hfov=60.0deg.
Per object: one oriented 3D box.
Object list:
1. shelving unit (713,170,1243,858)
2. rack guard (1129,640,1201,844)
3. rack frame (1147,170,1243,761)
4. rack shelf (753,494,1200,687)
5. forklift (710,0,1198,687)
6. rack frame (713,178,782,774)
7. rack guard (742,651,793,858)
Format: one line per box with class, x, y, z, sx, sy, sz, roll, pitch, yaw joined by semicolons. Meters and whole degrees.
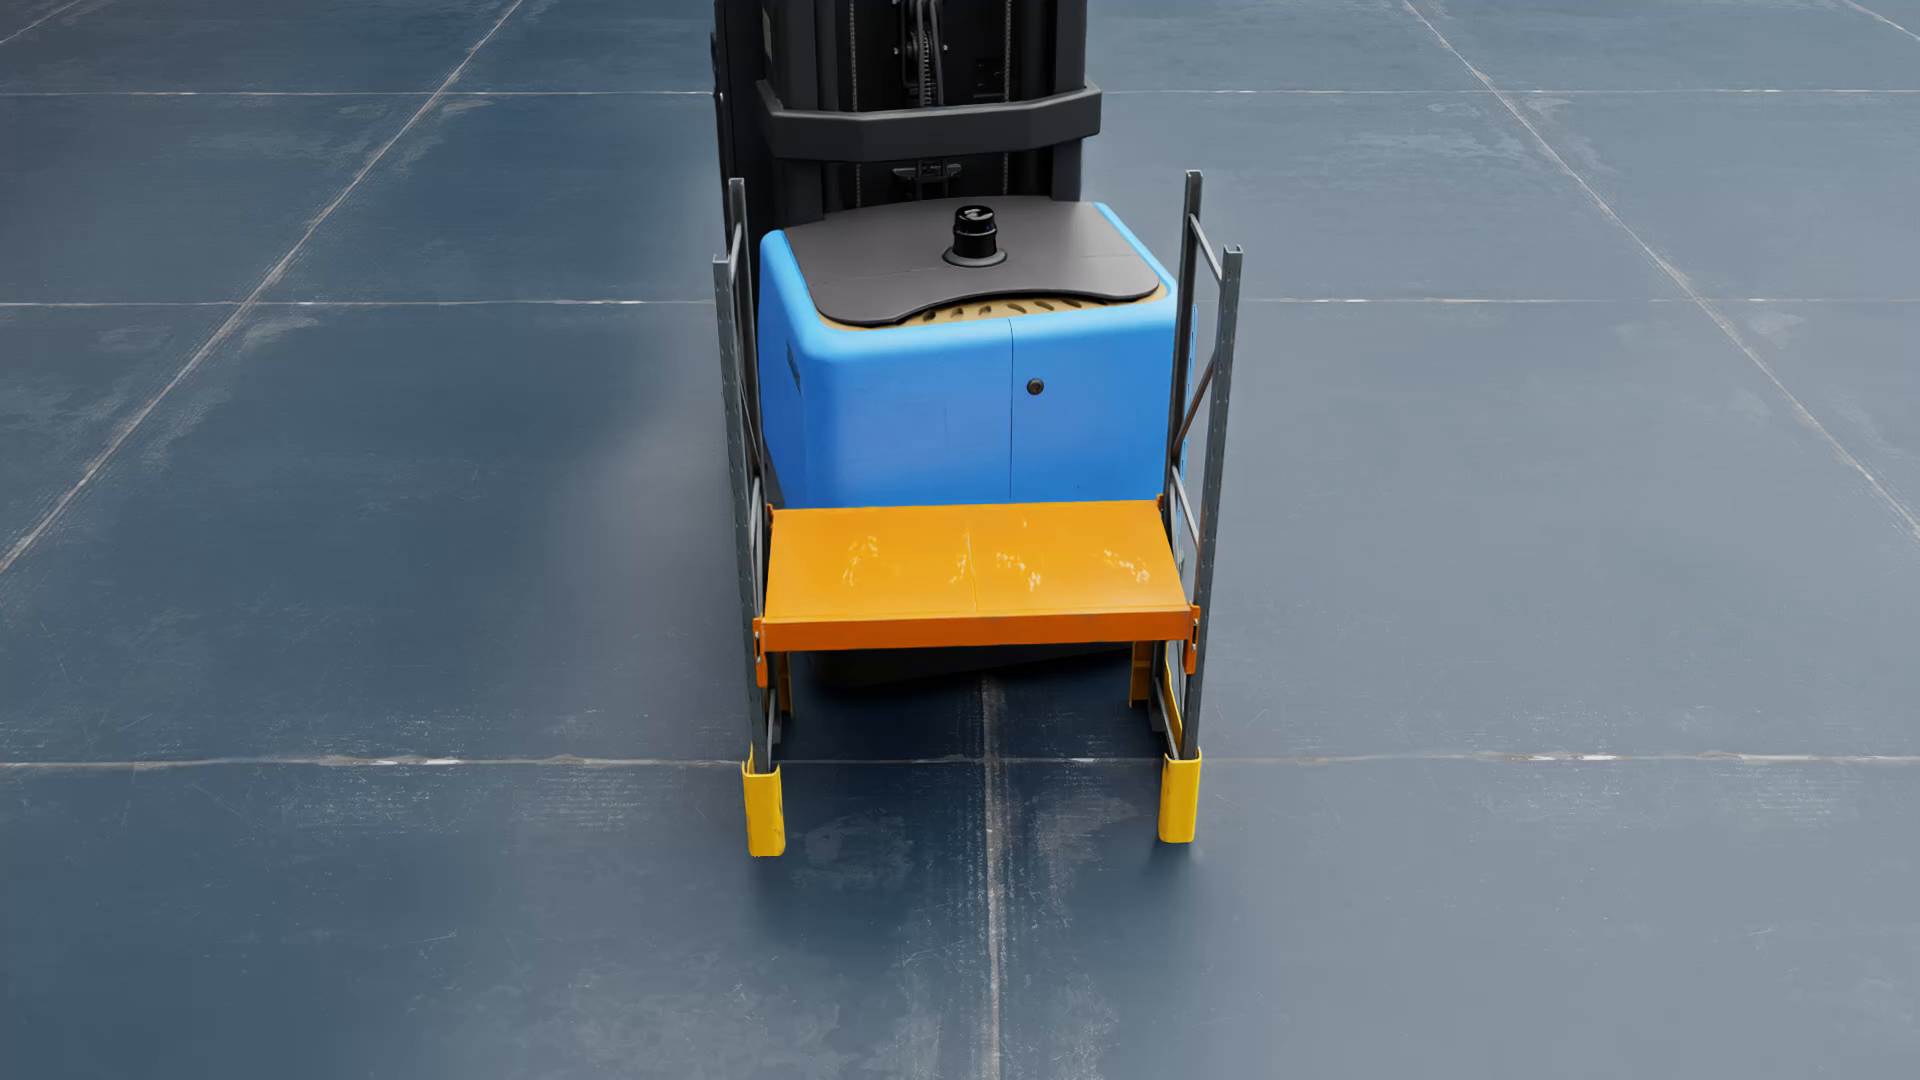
shelving unit;0.018;-0.044;3.876;1.083;1.500;0.587;-2;31;-2
rack guard;0.515;0.477;4.222;0.087;0.250;0.587;-2;31;-2
rack frame;0.534;-0.058;3.899;0.032;1.500;0.500;-2;31;-2
rack shelf;0.027;0.110;3.970;1.000;0.185;0.538;-2;31;-2
forklift;-0.227;-1.611;5.080;1.130;2.935;3.031;-7;32;-12
rack frame;-0.481;-0.031;3.855;0.032;1.500;0.500;-2;31;-2
rack guard;-0.480;0.504;4.179;0.087;0.250;0.587;-2;31;-2
